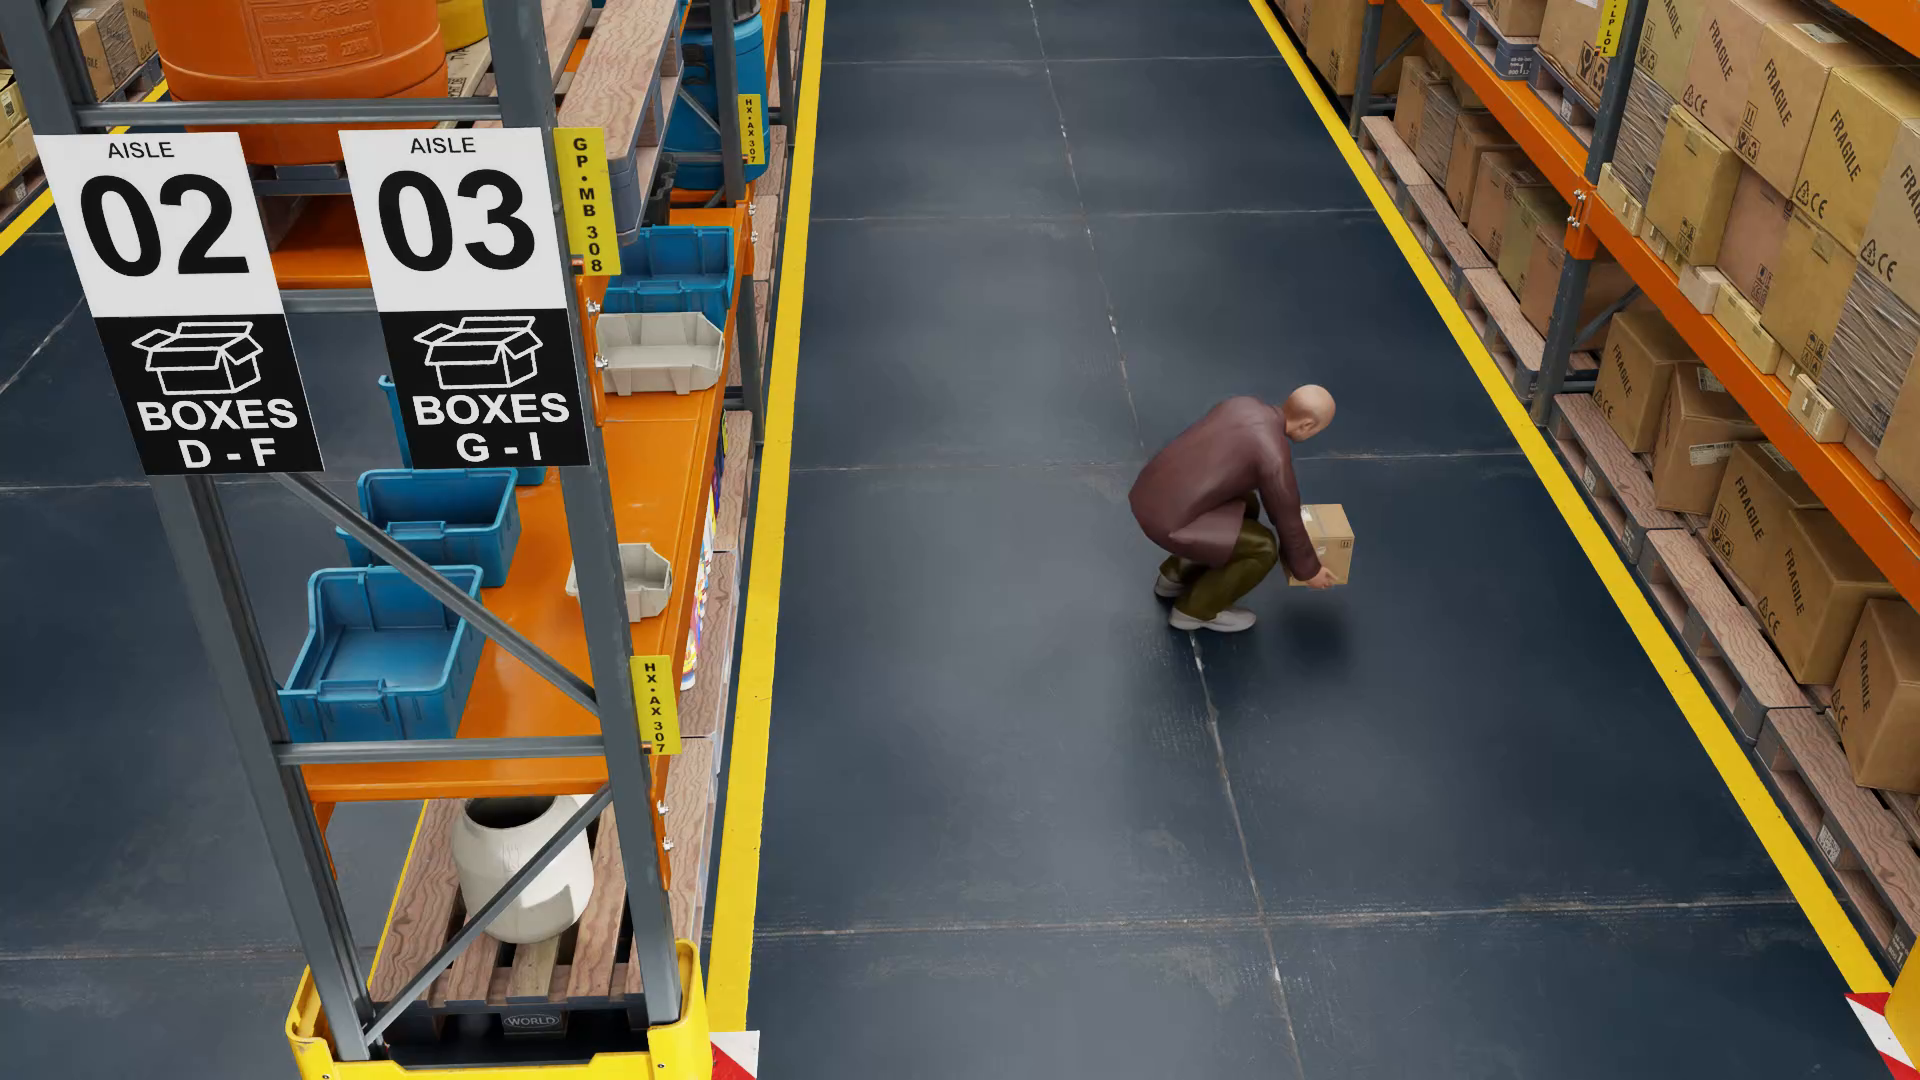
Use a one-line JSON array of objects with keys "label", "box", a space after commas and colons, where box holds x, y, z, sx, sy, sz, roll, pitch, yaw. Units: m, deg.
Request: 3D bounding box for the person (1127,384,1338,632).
[{"label": "person", "box": [1.147, -0.155, 7.008, 0.884, 1.063, 0.609, -1, 35, -2]}]
